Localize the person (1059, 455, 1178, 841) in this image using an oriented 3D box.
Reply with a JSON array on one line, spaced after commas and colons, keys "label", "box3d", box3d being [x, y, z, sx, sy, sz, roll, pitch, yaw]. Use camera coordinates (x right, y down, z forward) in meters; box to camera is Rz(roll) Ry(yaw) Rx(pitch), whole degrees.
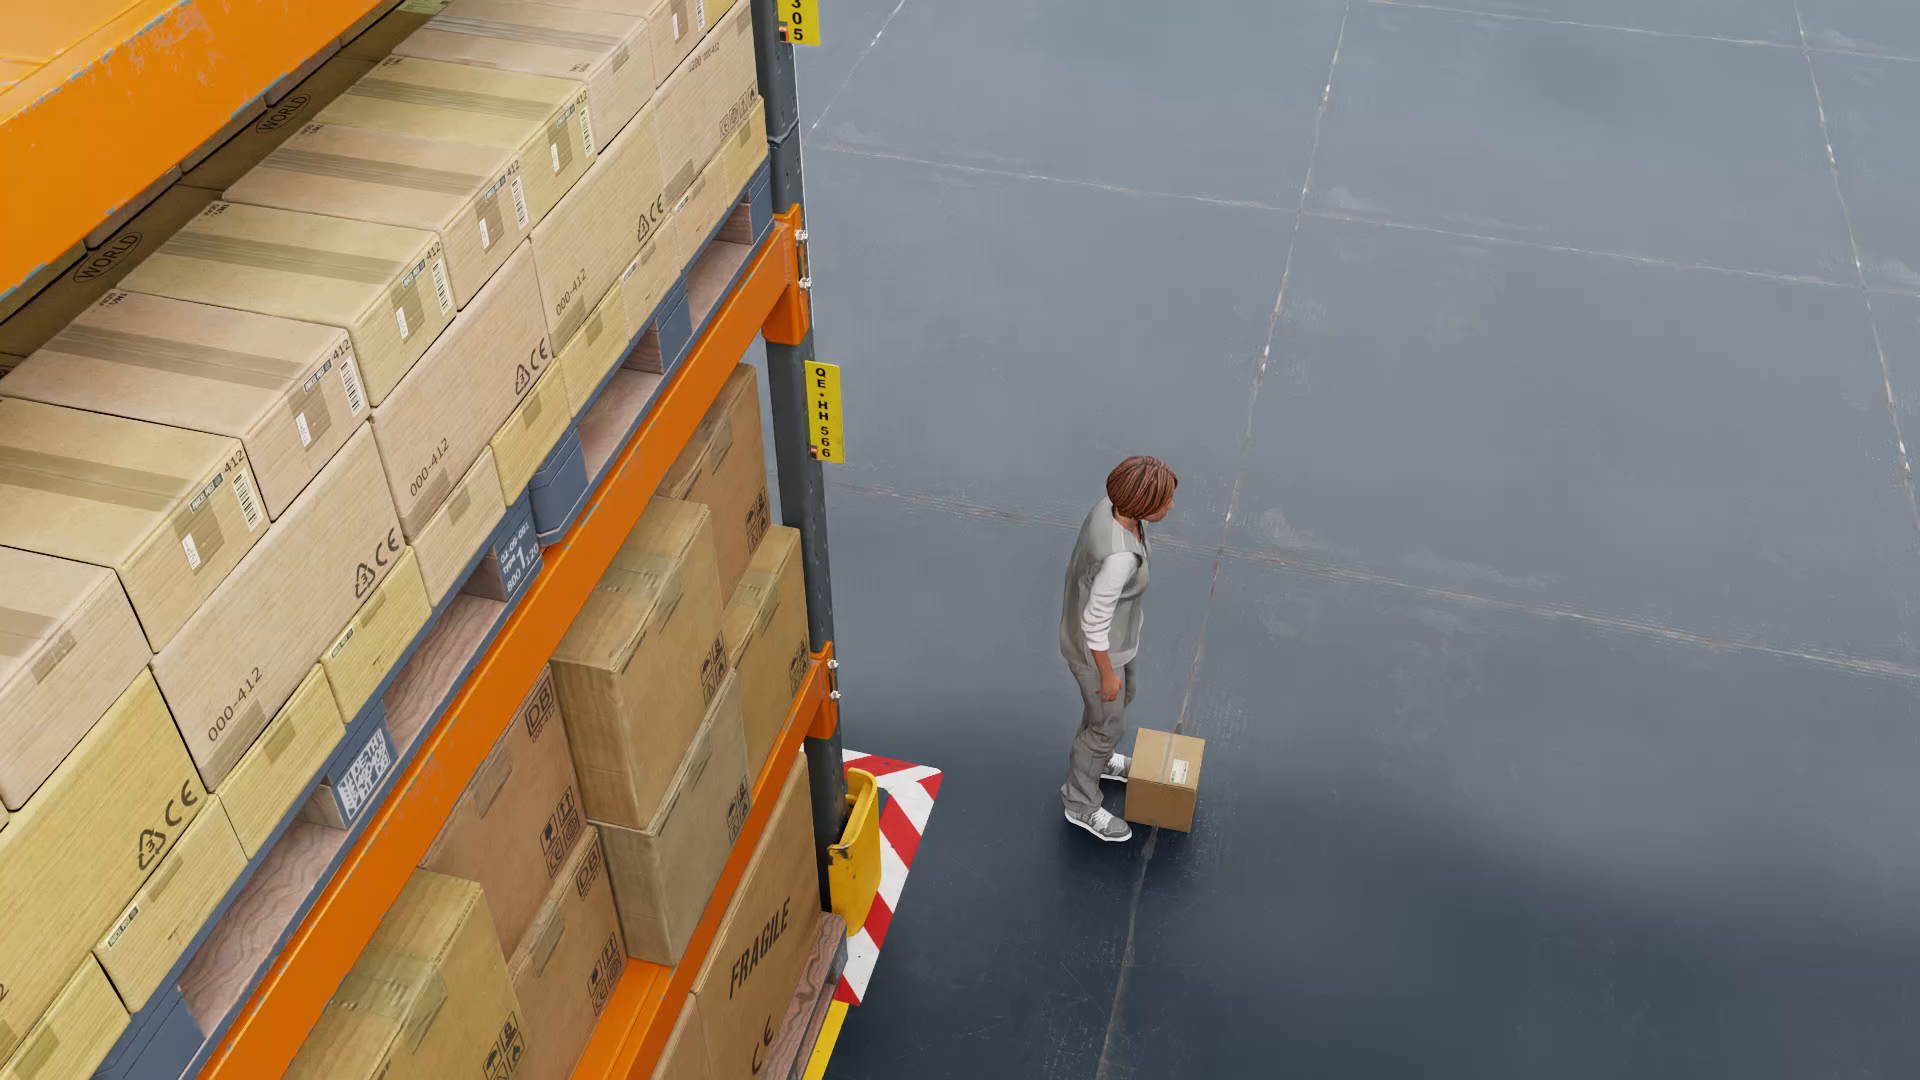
[{"label": "person", "box3d": [0.518, 0.353, 5.770, 0.345, 1.592, 0.476, 8, 42, 9]}]
